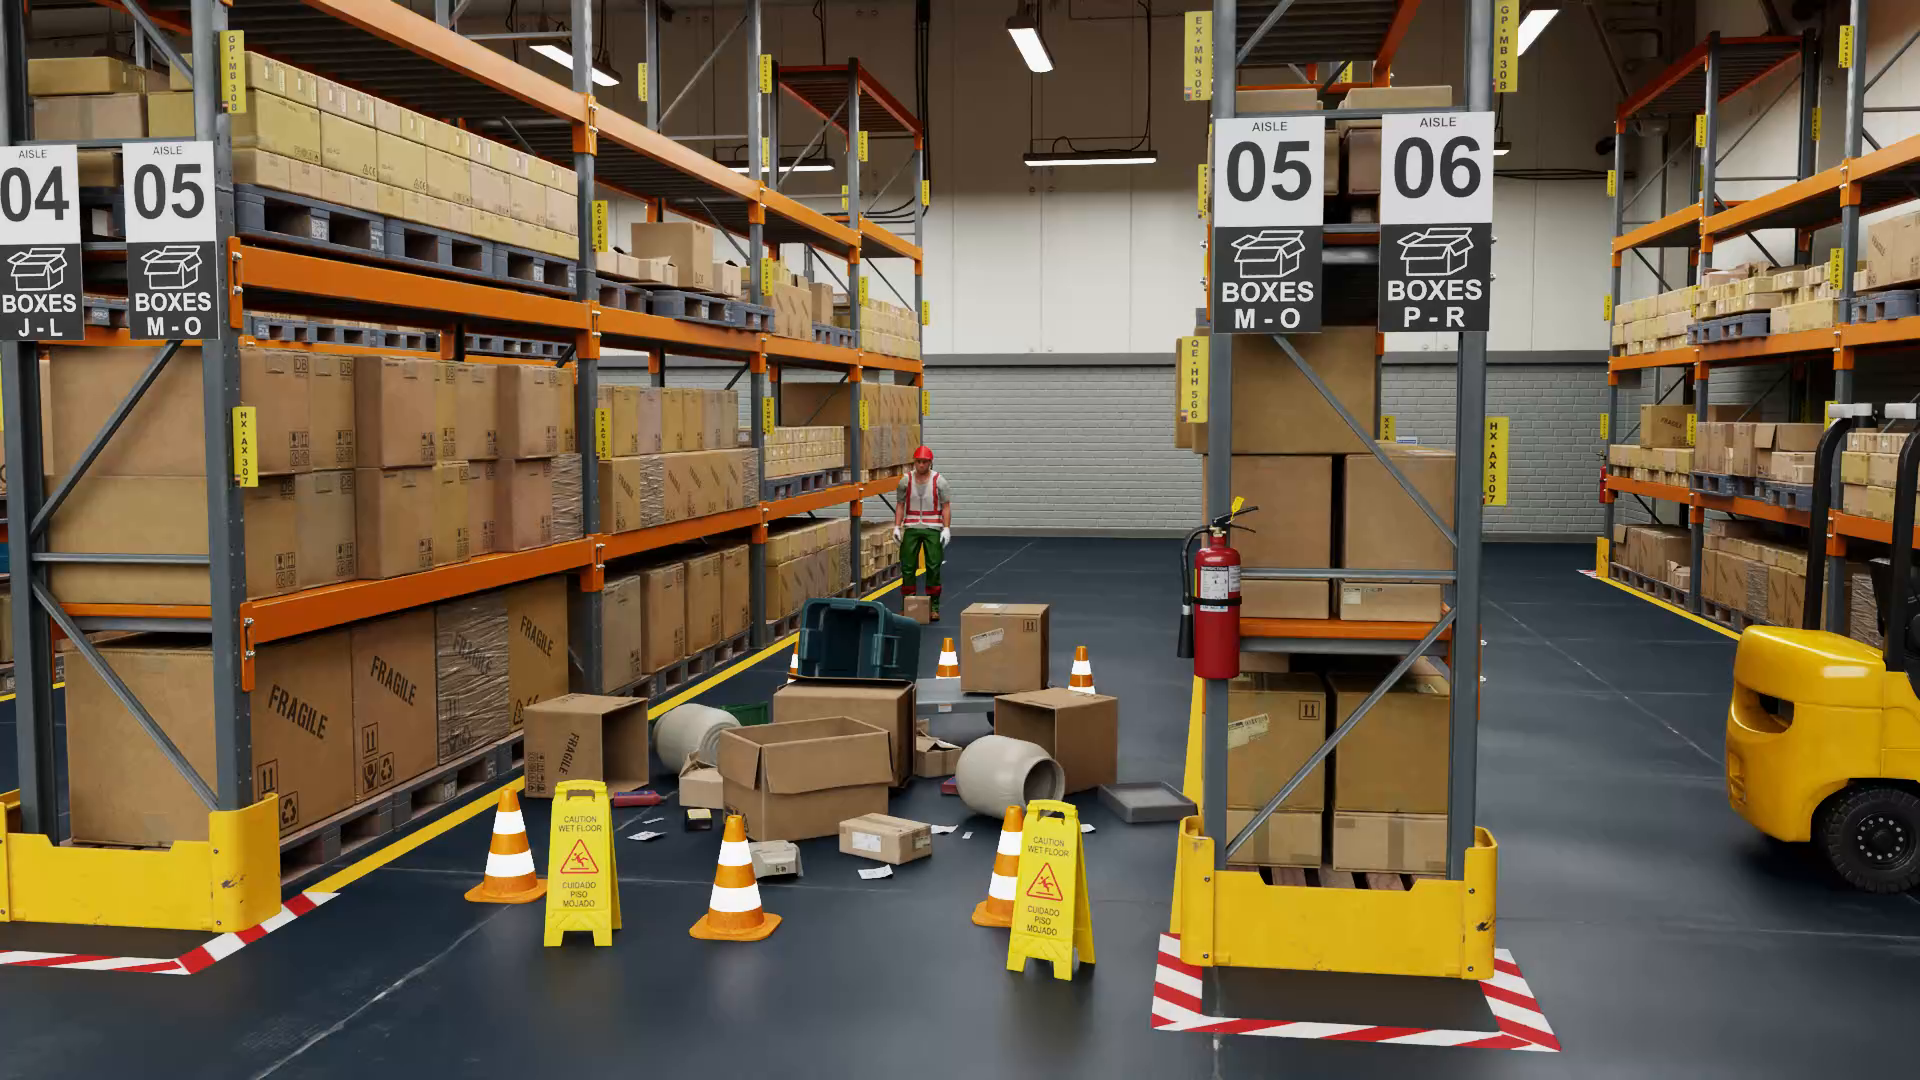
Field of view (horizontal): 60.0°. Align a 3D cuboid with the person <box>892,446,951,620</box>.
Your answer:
[{"bbox_3d":[-0.391,-0.075,16.952,0.604,1.778,0.451,1,4,8],"label":"person"}]
